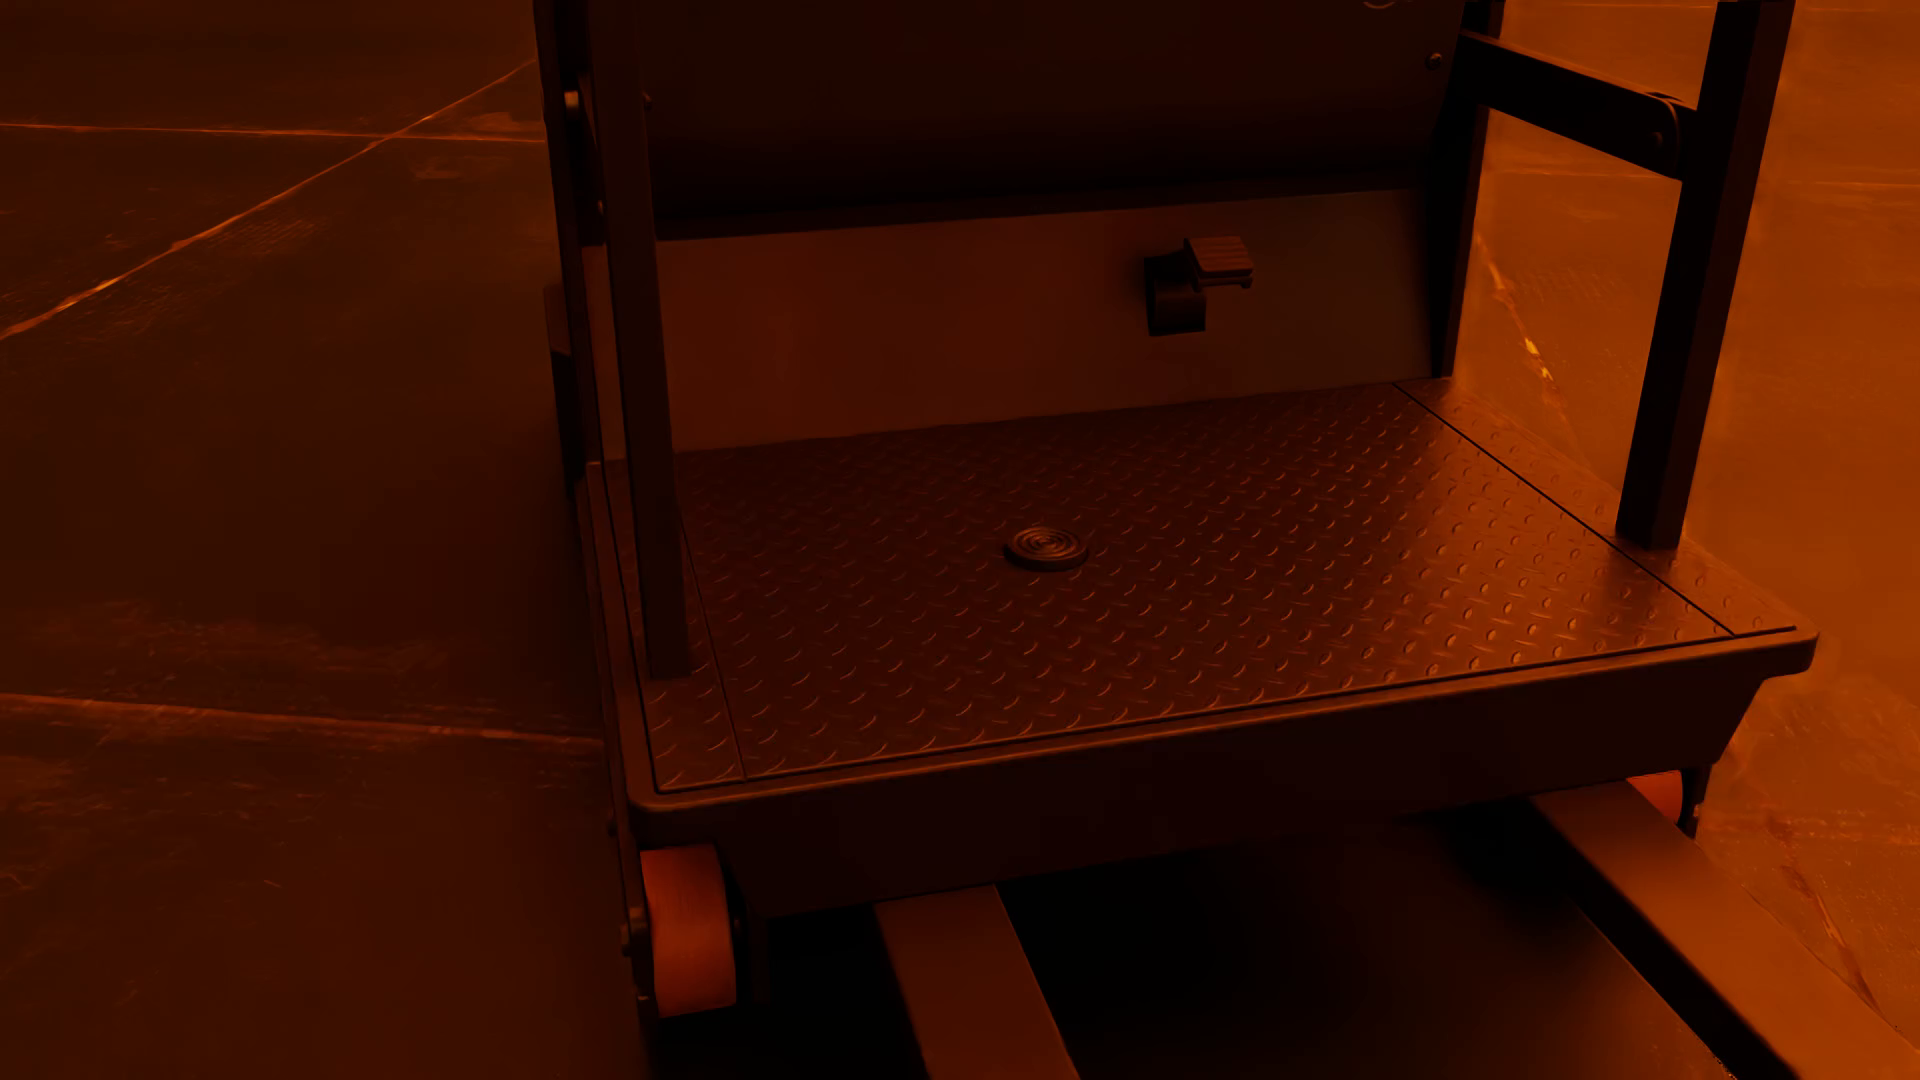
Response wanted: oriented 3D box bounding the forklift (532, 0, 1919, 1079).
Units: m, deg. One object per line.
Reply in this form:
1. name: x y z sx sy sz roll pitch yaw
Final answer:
1. forklift: 0.153 -1.049 1.319 1.130 2.935 3.031 -7 27 -13
